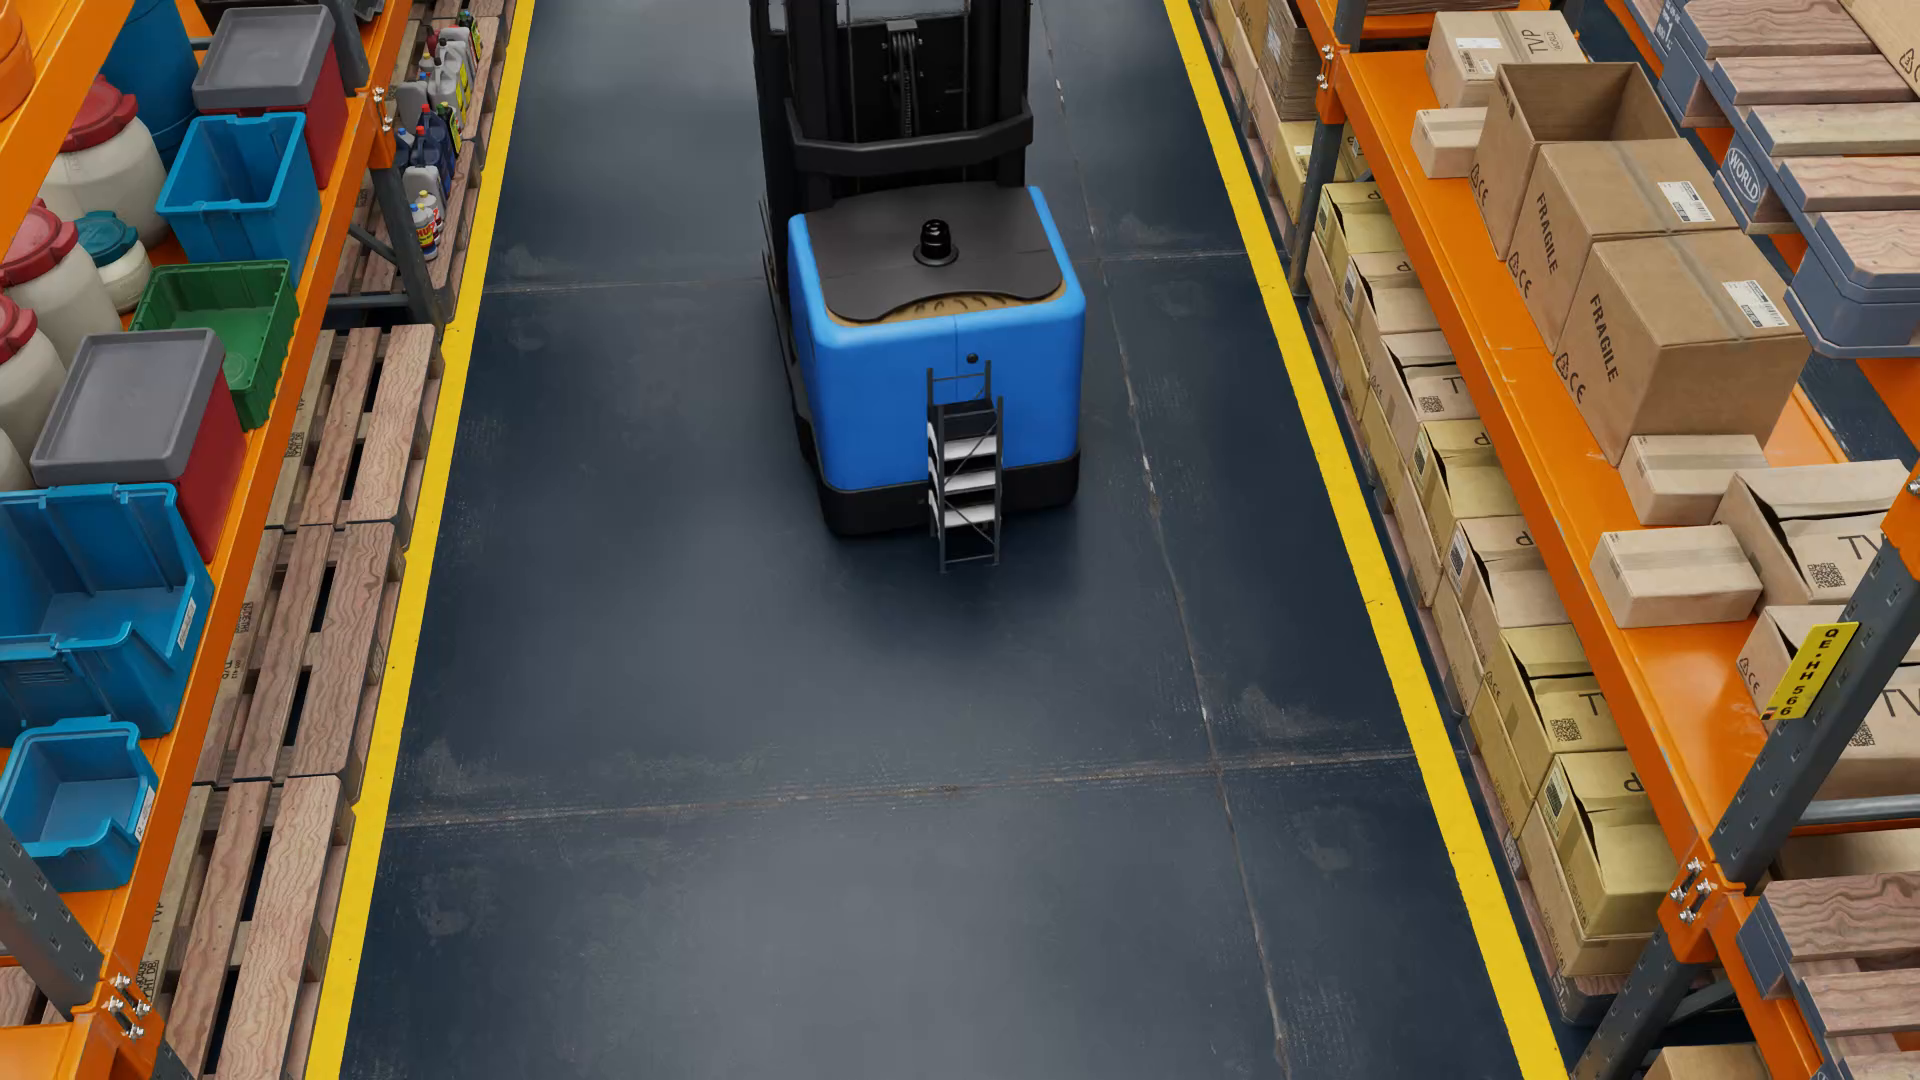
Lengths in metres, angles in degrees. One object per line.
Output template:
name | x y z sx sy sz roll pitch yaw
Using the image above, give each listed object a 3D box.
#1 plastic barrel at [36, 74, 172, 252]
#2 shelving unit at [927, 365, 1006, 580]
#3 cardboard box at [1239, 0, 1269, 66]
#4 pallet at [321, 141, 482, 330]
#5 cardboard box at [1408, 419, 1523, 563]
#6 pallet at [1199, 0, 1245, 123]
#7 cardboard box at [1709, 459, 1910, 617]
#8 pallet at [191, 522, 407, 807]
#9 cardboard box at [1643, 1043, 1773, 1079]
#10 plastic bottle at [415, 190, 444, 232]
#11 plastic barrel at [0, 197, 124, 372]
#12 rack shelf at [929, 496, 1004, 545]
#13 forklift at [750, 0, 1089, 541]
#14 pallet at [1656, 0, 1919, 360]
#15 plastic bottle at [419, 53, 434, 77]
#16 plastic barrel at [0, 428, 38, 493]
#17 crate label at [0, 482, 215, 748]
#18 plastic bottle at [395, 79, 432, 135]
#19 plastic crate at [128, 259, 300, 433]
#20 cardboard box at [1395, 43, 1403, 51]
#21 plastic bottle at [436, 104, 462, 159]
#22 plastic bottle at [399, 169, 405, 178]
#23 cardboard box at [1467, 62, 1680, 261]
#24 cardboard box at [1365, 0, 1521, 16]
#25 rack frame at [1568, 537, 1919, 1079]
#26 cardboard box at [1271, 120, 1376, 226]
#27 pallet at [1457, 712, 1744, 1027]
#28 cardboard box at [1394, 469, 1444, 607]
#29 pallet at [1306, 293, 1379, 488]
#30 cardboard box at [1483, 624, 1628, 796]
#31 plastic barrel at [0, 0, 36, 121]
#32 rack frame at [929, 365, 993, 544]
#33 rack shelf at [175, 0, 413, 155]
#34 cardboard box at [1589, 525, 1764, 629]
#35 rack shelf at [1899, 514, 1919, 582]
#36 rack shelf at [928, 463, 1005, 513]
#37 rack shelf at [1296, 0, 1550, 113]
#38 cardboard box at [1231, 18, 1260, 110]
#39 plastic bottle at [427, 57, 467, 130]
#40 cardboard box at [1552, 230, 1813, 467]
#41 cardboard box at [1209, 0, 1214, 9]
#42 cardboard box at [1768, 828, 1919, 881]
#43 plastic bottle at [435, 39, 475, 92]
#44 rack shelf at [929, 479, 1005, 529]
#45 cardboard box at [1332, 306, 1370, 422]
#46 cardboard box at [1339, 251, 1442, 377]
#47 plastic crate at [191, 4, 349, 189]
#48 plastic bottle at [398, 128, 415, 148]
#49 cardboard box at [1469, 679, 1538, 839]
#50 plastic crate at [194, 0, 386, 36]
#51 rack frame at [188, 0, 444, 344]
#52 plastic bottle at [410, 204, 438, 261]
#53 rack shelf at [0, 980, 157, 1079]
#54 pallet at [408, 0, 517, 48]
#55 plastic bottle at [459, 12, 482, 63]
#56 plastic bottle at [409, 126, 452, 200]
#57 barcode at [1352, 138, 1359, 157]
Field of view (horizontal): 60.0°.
plastic barrel | -3.014 -1.286 5.809 0.433 0.535 0.433 0 47 0
shelving unit | 0.024 -0.242 6.359 0.258 0.900 0.210 -9 47 -8
cardboard box | 1.728 -2.746 8.373 0.500 0.500 0.500 -3 47 -3
pallet | -2.891 -1.475 8.001 1.003 0.211 1.213 -3 47 -3
cardboard box | 1.977 -0.209 6.100 0.500 0.311 0.500 -2 47 -2
pallet | 1.930 -2.747 9.206 1.003 0.211 1.213 -3 47 -3
cardboard box | 2.513 0.022 4.724 0.500 0.311 0.500 -4 47 -4
pallet | -2.666 0.464 6.165 1.003 0.211 1.213 -3 47 -3
cardboard box | 2.148 1.706 4.487 0.500 0.500 0.500 -2 47 -2
plastic bottle | -2.483 -1.538 7.765 0.097 0.201 0.097 0 47 0
plastic barrel | -2.953 -0.755 5.306 0.433 0.535 0.433 0 47 0
rack shelf | 0.024 -0.095 6.514 0.258 0.077 0.200 -9 47 -8
forklift | -0.310 -2.093 6.714 1.130 2.935 3.031 -9 47 -8
pallet | 2.249 -0.801 3.507 1.213 0.211 1.003 -2 47 -1
plastic bottle | -2.738 -2.421 8.601 0.097 0.201 0.097 0 47 0
plastic barrel | -2.875 -0.126 4.726 0.421 0.512 0.421 0 47 0
crate label | -2.355 0.202 4.469 0.502 0.435 0.616 -3 47 -3
plastic bottle | -2.727 -2.186 8.327 0.152 0.276 0.135 -3 47 -3
plastic crate | -2.449 -0.629 5.426 0.450 0.188 0.662 -3 47 -3
cardboard box | 2.284 -2.416 8.060 0.500 0.500 0.500 -3 47 -3
plastic bottle | -2.518 -2.030 8.175 0.061 0.283 0.133 -2 47 -2
plastic bottle | -2.626 -1.645 7.810 0.061 0.283 0.133 -3 47 -3
cardboard box | 2.152 -1.340 5.884 0.500 0.500 0.500 0 47 0
cardboard box | 2.017 -2.598 7.076 0.700 0.500 0.500 -5 47 -4
rack frame | 2.395 0.651 4.068 1.000 3.000 0.127 -3 47 -3
cardboard box | 1.804 -1.765 7.960 0.500 0.250 0.500 -3 47 -3
pallet | 2.365 1.011 5.647 1.003 0.211 1.213 -3 47 -3
cardboard box | 1.976 -0.023 6.310 0.500 0.250 0.500 -3 47 -3
pallet | 2.161 -0.754 7.319 1.003 0.211 1.213 -3 47 -3
cardboard box | 2.056 0.519 5.411 0.500 0.311 0.500 -4 47 -4
plastic barrel | -2.448 -1.311 3.564 0.600 0.830 0.708 -3 47 -3
rack frame | 0.004 -0.314 6.428 0.240 0.900 0.006 -9 47 -8
rack shelf | -3.043 -3.145 8.158 1.077 0.370 4.000 -3 47 -3
cardboard box | 2.045 0.103 4.759 0.380 0.149 0.250 -3 47 -3
rack shelf | 2.563 1.314 1.870 1.077 0.370 4.000 -3 47 -3
rack shelf | 0.024 -0.219 6.383 0.258 0.077 0.200 -9 47 -8
rack shelf | 1.893 -3.443 8.440 1.077 0.370 4.000 -3 47 -3
cardboard box | 1.715 -2.488 8.645 0.500 0.250 0.500 -3 47 -3
plastic bottle | -2.581 -2.239 8.326 0.144 0.351 0.185 -4 47 -4
cardboard box | 2.238 -0.597 5.180 0.500 0.500 0.500 -6 47 -5
cardboard box | 1.636 -3.212 9.330 0.500 0.250 0.500 -3 47 -3
cardboard box | 2.644 0.862 5.086 0.500 0.311 0.500 -2 47 -2
plastic bottle | -2.615 -2.467 8.594 0.152 0.276 0.135 -5 47 -4
rack shelf | 0.024 -0.157 6.449 0.258 0.077 0.200 -9 47 -8
cardboard box | 1.889 -0.766 7.014 0.500 0.250 0.500 -2 47 -2
cardboard box | 1.883 -0.959 6.810 0.500 0.311 0.500 -4 47 -4
plastic crate | -2.531 -1.635 6.189 0.402 0.464 0.583 -3 47 -3
plastic bottle | -2.662 -1.865 8.026 0.097 0.271 0.097 0 47 0
cardboard box | 2.061 0.713 5.613 0.500 0.250 0.500 -4 47 -4
plastic crate | -2.793 -2.310 6.915 0.767 0.338 0.504 -3 47 -3
rack frame | -2.876 -1.945 6.526 1.000 3.000 0.127 -3 47 -3
plastic bottle | -2.466 -1.415 7.601 0.097 0.271 0.097 0 47 0
rack shelf | -2.374 2.643 2.676 1.077 0.370 4.000 -3 47 -3
pallet | -3.095 -3.240 9.673 1.003 0.211 1.213 -3 47 -3
plastic bottle | -2.592 -2.671 8.781 0.061 0.283 0.133 -2 47 -2
plastic bottle | -2.530 -1.795 7.905 0.144 0.351 0.185 -2 47 -2
barcode | 1.667 -1.655 7.009 0.001 0.075 0.075 -3 47 -3
